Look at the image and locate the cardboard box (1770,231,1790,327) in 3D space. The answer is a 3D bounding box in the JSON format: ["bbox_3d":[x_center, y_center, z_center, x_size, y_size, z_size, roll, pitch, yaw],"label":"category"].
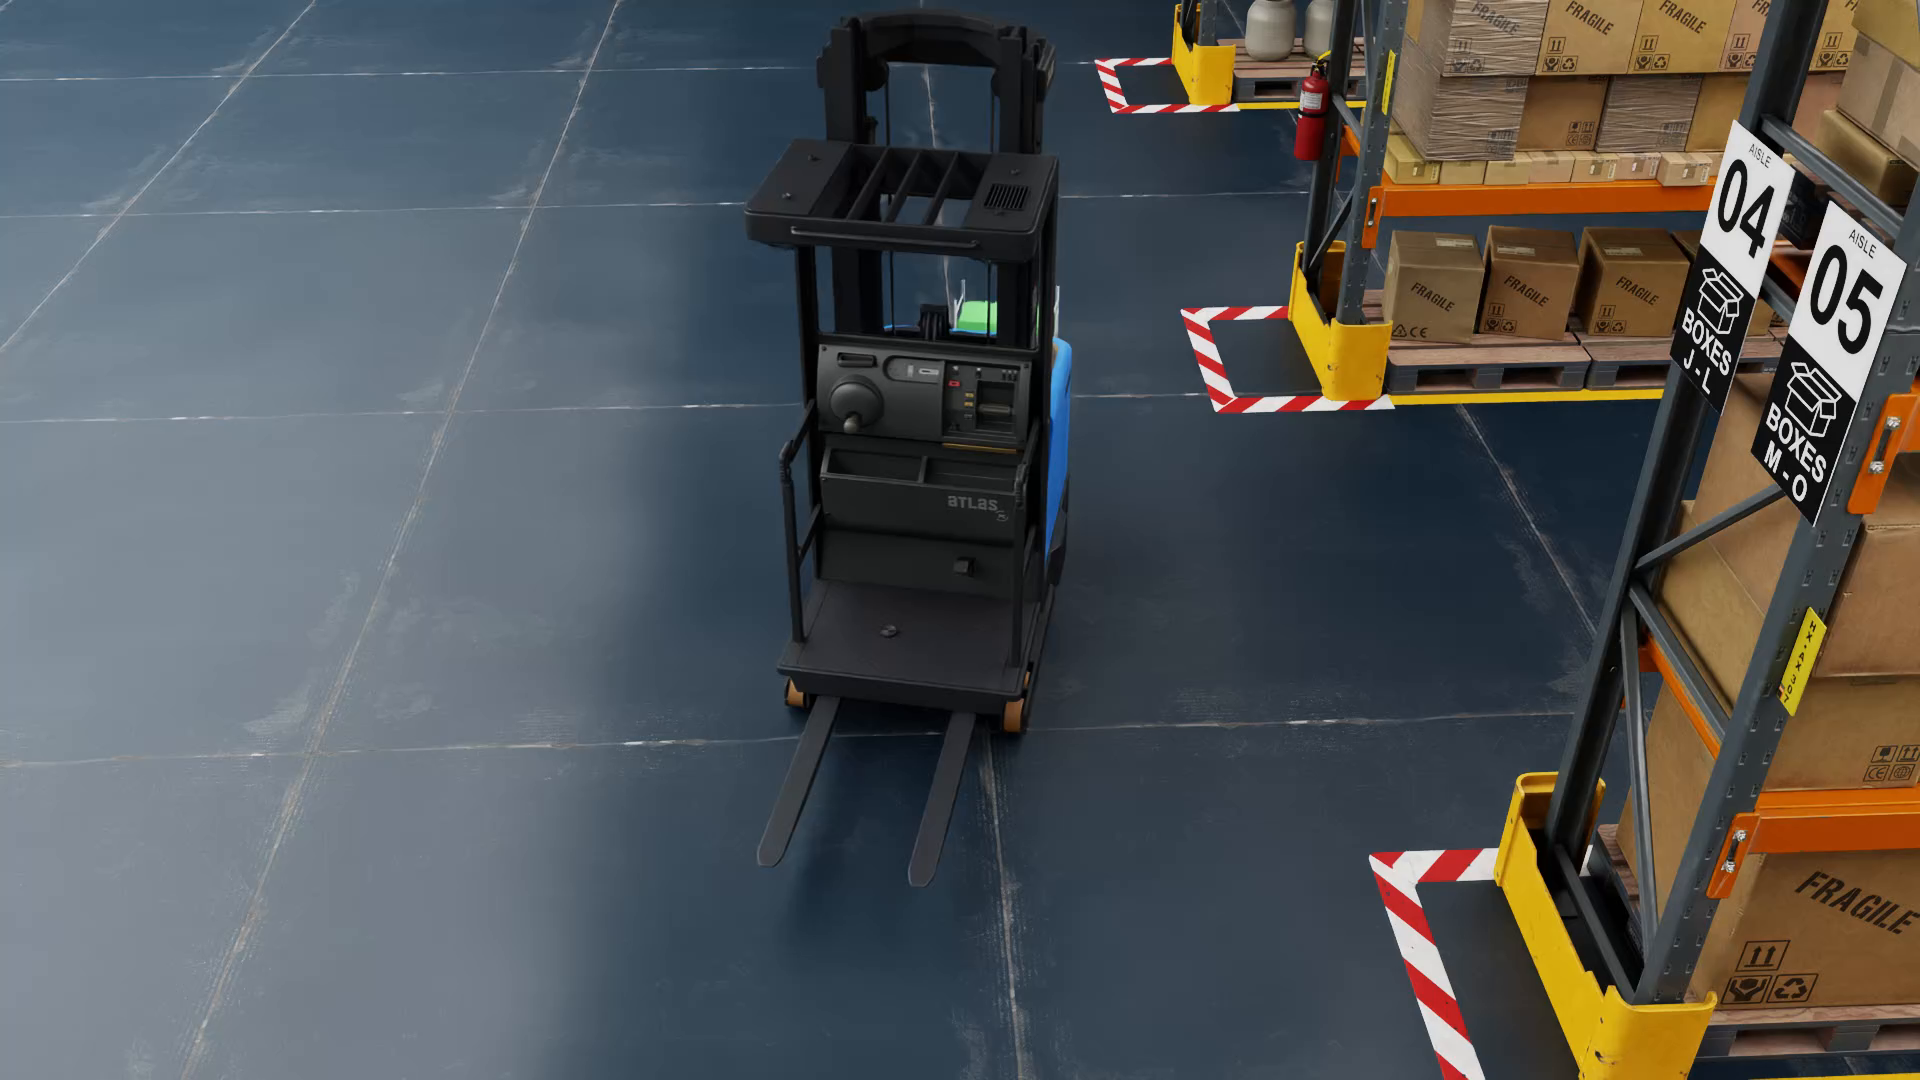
[{"bbox_3d":[5.284,-1.642,10.315,0.500,0.500,0.500,9,36,13],"label":"cardboard box"}]

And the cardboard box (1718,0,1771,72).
[{"bbox_3d":[4.322,-2.873,9.037,0.500,0.500,0.500,-2,35,-2],"label":"cardboard box"}]

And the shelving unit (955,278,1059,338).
[{"bbox_3d":[0.241,-0.767,8.804,0.503,1.200,0.258,6,35,8],"label":"shelving unit"}]

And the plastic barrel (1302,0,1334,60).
[{"bbox_3d":[3.181,-4.437,14.343,0.421,0.512,0.421,0,35,0],"label":"plastic barrel"}]

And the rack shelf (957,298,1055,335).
[{"bbox_3d":[0.241,-1.109,8.567,0.480,0.148,0.258,6,35,8],"label":"rack shelf"}]

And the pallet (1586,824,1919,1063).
[{"bbox_3d":[3.190,1.505,6.390,1.213,0.211,1.003,-2,35,-2],"label":"pallet"}]

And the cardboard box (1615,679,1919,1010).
[{"bbox_3d":[3.070,1.070,6.067,0.875,0.875,0.875,-1,35,-2],"label":"cardboard box"}]

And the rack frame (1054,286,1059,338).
[{"bbox_3d":[0.481,-0.742,8.768,0.015,1.200,0.240,6,35,8],"label":"rack frame"}]

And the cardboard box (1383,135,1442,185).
[{"bbox_3d":[2.557,-2.167,9.465,0.250,0.149,0.380,-2,35,-2],"label":"cardboard box"}]

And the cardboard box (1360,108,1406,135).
[{"bbox_3d":[2.536,-2.419,9.831,0.250,0.149,0.380,-2,35,-2],"label":"cardboard box"}]

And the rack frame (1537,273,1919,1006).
[{"bbox_3d":[2.395,0.425,5.501,0.127,3.000,1.000,-2,35,-2],"label":"rack frame"}]

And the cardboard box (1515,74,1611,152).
[{"bbox_3d":[3.306,-2.642,9.582,0.500,0.500,0.875,-2,35,-2],"label":"cardboard box"}]

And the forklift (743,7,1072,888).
[{"bbox_3d":[-0.193,-0.562,6.986,1.130,2.935,3.031,6,35,8],"label":"forklift"}]

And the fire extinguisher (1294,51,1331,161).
[{"bbox_3d":[2.125,-2.625,9.975,0.183,0.674,0.296,-2,35,-2],"label":"fire extinguisher"}]

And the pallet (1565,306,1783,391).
[{"bbox_3d":[4.366,-1.286,10.423,1.213,0.211,1.003,-2,35,-2],"label":"pallet"}]

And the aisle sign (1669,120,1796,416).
[{"bbox_3d":[2.310,-0.813,5.005,0.004,0.787,0.394,-2,35,-2],"label":"aisle sign"}]

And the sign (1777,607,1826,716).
[{"bbox_3d":[2.416,0.352,4.776,0.005,0.325,0.100,-2,35,-2],"label":"sign"}]

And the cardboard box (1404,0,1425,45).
[{"bbox_3d":[2.799,-3.128,9.405,0.500,0.500,0.500,-2,35,-2],"label":"cardboard box"}]

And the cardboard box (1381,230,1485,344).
[{"bbox_3d":[2.886,-1.550,10.181,0.500,0.500,0.500,5,35,7],"label":"cardboard box"}]

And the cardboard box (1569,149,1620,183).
[{"bbox_3d":[3.557,-2.182,9.487,0.250,0.149,0.380,-2,35,-2],"label":"cardboard box"}]

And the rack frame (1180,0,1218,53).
[{"bbox_3d":[2.027,-5.213,13.647,0.127,3.000,1.000,-2,35,-2],"label":"rack frame"}]

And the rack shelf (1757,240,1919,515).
[{"bbox_3d":[4.393,-0.567,4.930,4.000,0.370,1.077,-2,35,-2],"label":"rack shelf"}]

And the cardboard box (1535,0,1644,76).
[{"bbox_3d":[3.323,-2.842,8.992,0.500,0.500,0.500,-2,35,-2],"label":"cardboard box"}]

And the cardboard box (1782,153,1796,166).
[{"bbox_3d":[4.557,-2.197,9.510,0.250,0.149,0.380,-2,35,-2],"label":"cardboard box"}]

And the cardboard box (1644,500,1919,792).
[{"bbox_3d":[2.764,0.327,5.510,0.550,0.550,0.875,-2,35,-2],"label":"cardboard box"}]

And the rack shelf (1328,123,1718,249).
[{"bbox_3d":[4.259,-2.156,9.861,4.000,0.370,1.077,-2,35,-2],"label":"rack shelf"}]

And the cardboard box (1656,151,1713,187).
[{"bbox_3d":[4.060,-2.152,9.444,0.250,0.149,0.380,-2,35,-2],"label":"cardboard box"}]

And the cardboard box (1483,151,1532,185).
[{"bbox_3d":[3.058,-2.161,9.457,0.250,0.149,0.380,-2,35,-2],"label":"cardboard box"}]

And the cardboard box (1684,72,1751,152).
[{"bbox_3d":[4.307,-2.638,9.576,0.500,0.500,0.875,-2,35,-2],"label":"cardboard box"}]

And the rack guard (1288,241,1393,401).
[{"bbox_3d":[2.337,-1.372,10.293,0.348,0.500,1.175,-2,35,-2],"label":"rack guard"}]

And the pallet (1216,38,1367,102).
[{"bbox_3d":[2.912,-4.114,14.509,1.213,0.211,1.003,-2,35,-2],"label":"pallet"}]

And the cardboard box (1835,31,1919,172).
[{"bbox_3d":[2.871,-1.255,4.706,0.500,0.250,0.500,-1,35,-2],"label":"cardboard box"}]

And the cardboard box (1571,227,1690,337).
[{"bbox_3d":[4.108,-1.591,10.241,0.500,0.500,0.500,2,35,2],"label":"cardboard box"}]
